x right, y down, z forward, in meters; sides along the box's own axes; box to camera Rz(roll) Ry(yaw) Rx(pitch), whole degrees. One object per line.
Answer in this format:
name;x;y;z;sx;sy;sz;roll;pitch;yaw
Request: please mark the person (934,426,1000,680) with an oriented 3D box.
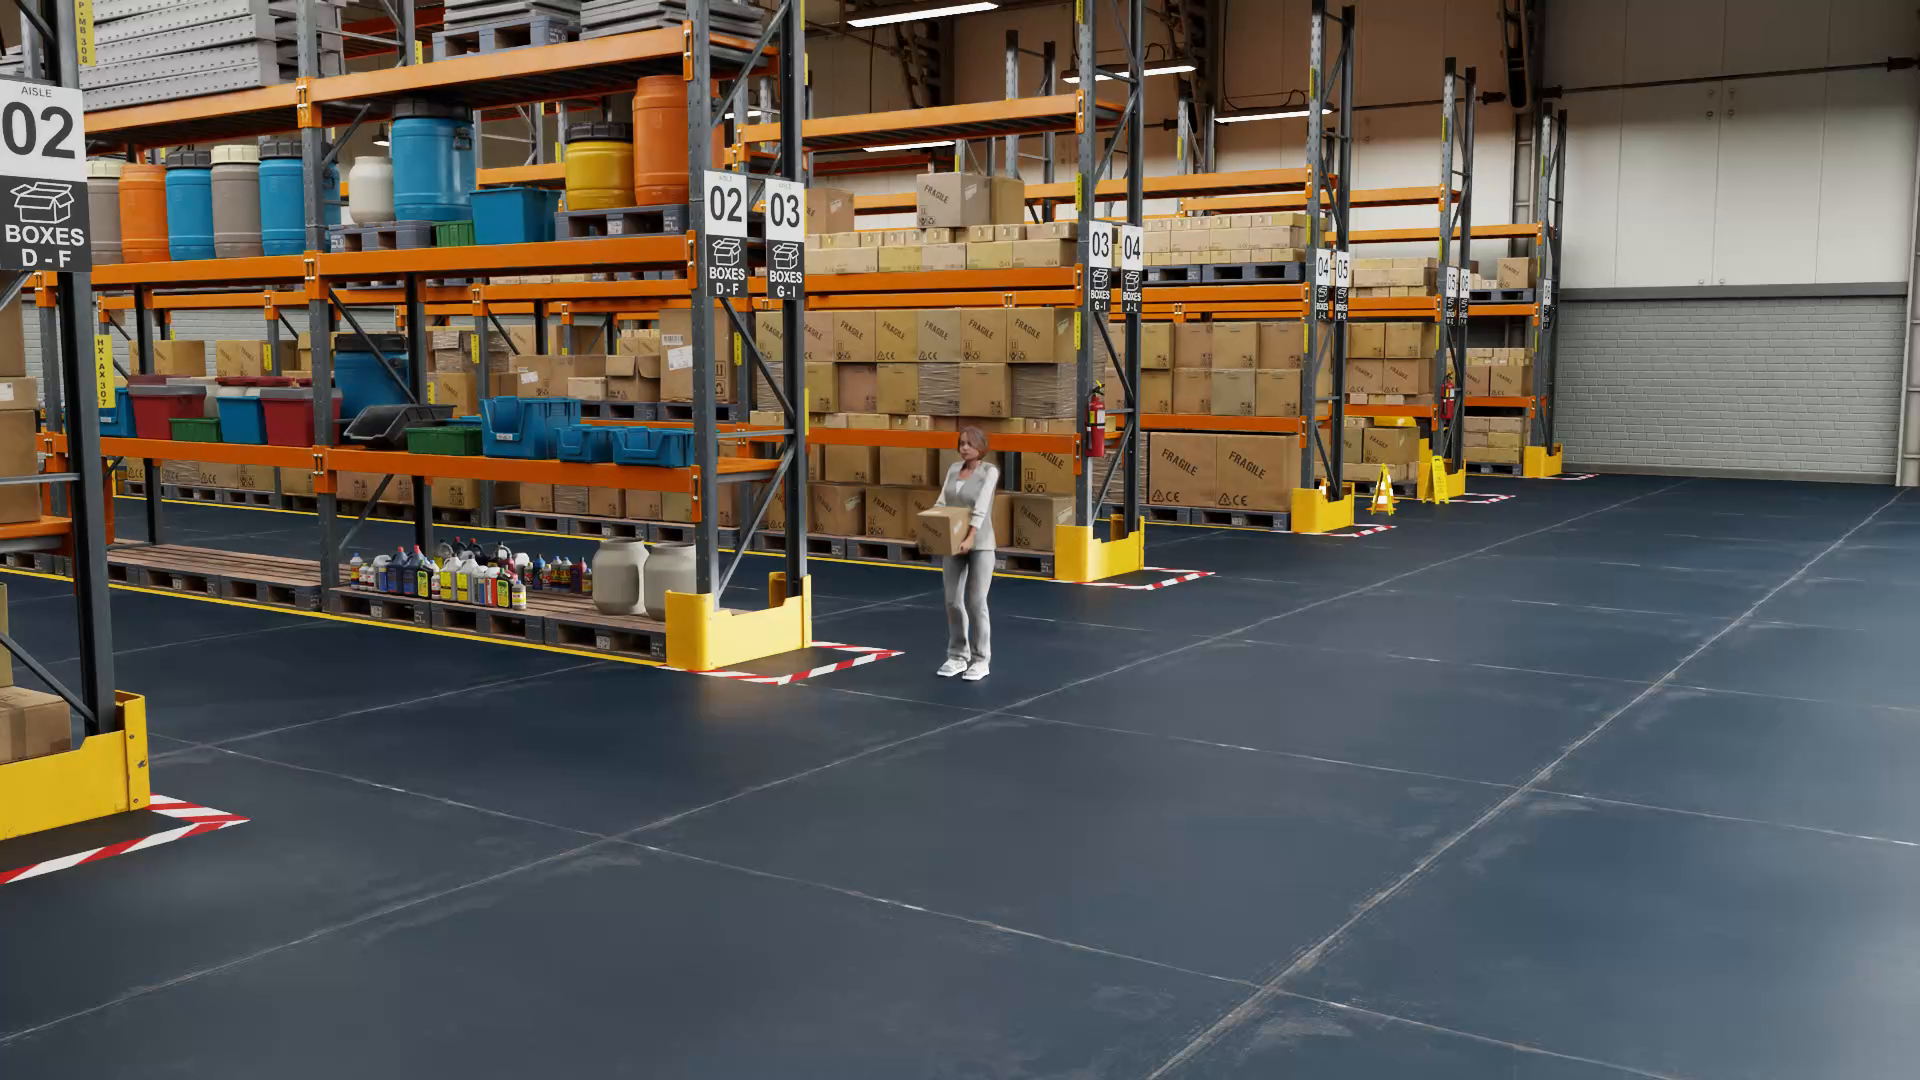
person;0.014;0.083;10.492;0.383;1.599;0.494;4;8;33
